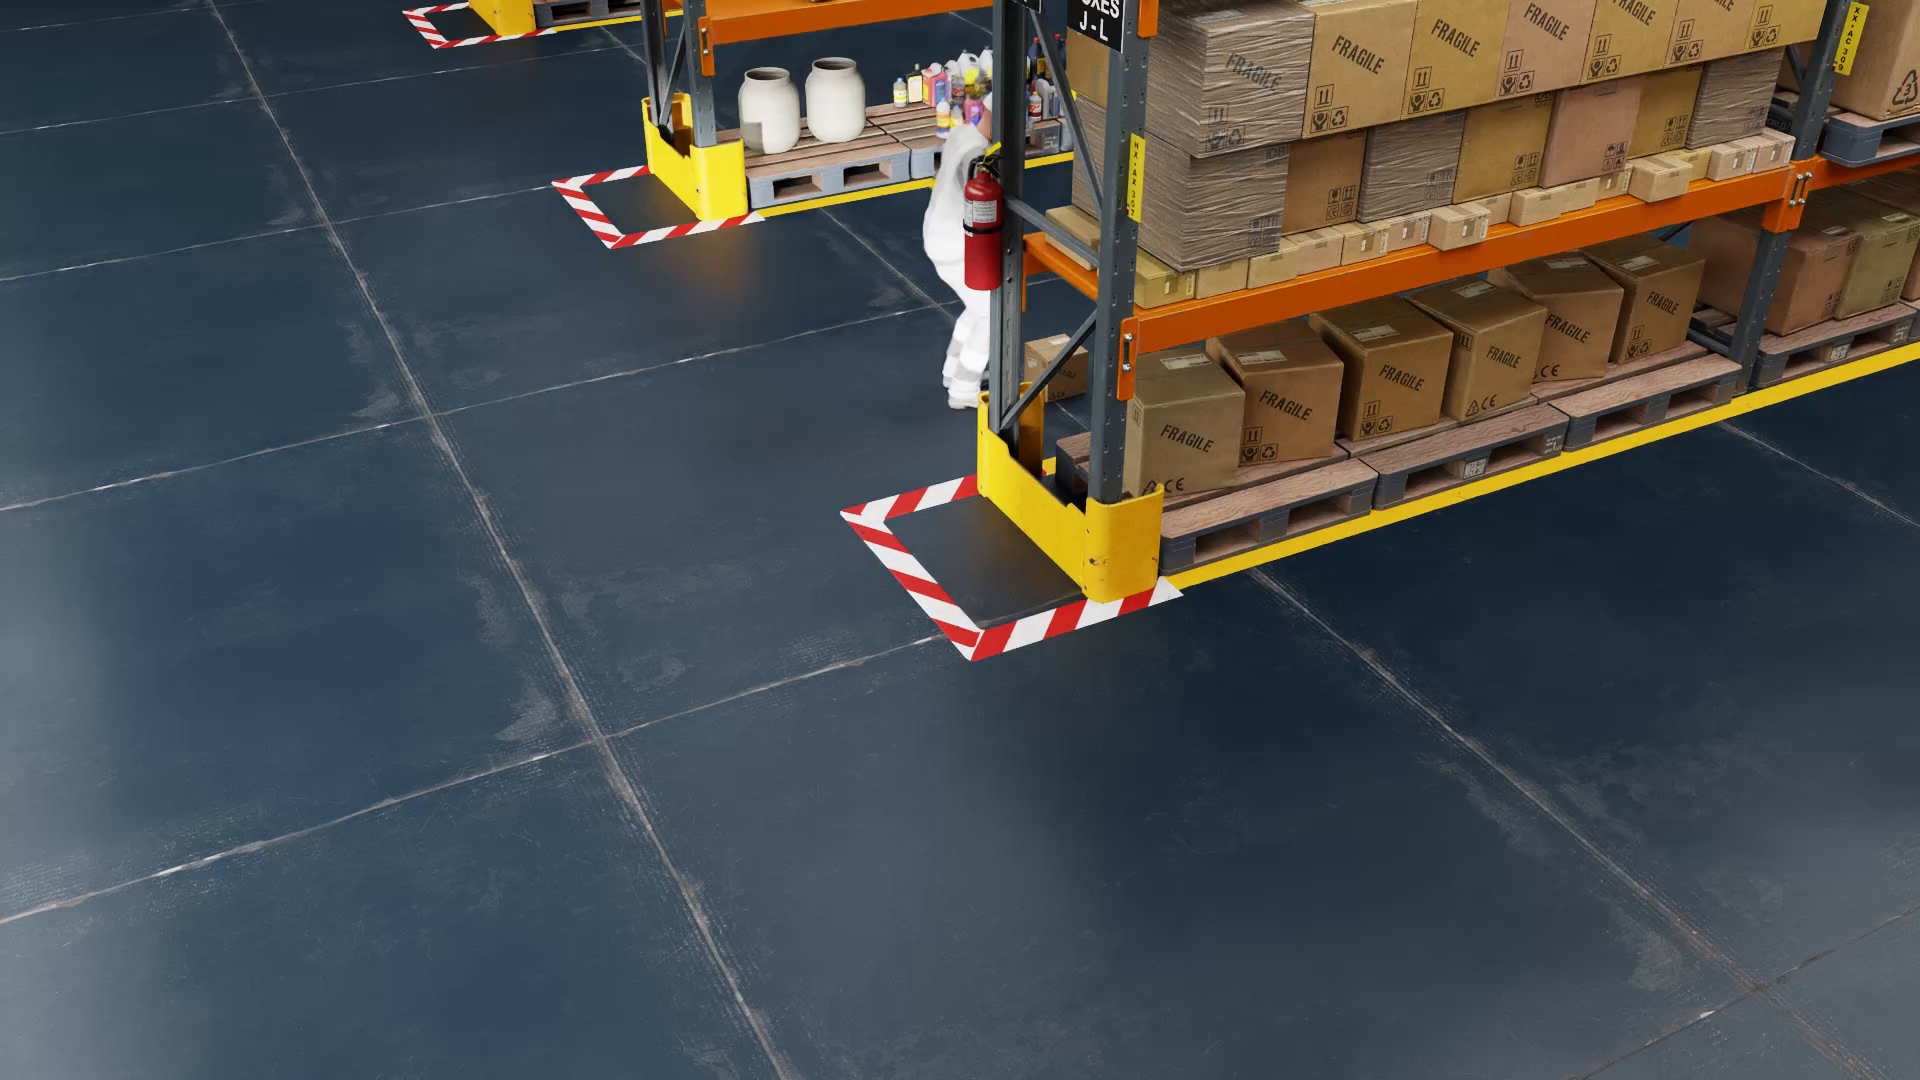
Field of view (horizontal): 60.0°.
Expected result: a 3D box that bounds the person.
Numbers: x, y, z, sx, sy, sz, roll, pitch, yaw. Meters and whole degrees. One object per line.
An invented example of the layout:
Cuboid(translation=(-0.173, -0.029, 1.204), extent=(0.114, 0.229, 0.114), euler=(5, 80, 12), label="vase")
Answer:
Cuboid(translation=(0.089, -1.513, 8.585), extent=(0.558, 1.666, 0.560), euler=(-3, 33, -4), label="person")
